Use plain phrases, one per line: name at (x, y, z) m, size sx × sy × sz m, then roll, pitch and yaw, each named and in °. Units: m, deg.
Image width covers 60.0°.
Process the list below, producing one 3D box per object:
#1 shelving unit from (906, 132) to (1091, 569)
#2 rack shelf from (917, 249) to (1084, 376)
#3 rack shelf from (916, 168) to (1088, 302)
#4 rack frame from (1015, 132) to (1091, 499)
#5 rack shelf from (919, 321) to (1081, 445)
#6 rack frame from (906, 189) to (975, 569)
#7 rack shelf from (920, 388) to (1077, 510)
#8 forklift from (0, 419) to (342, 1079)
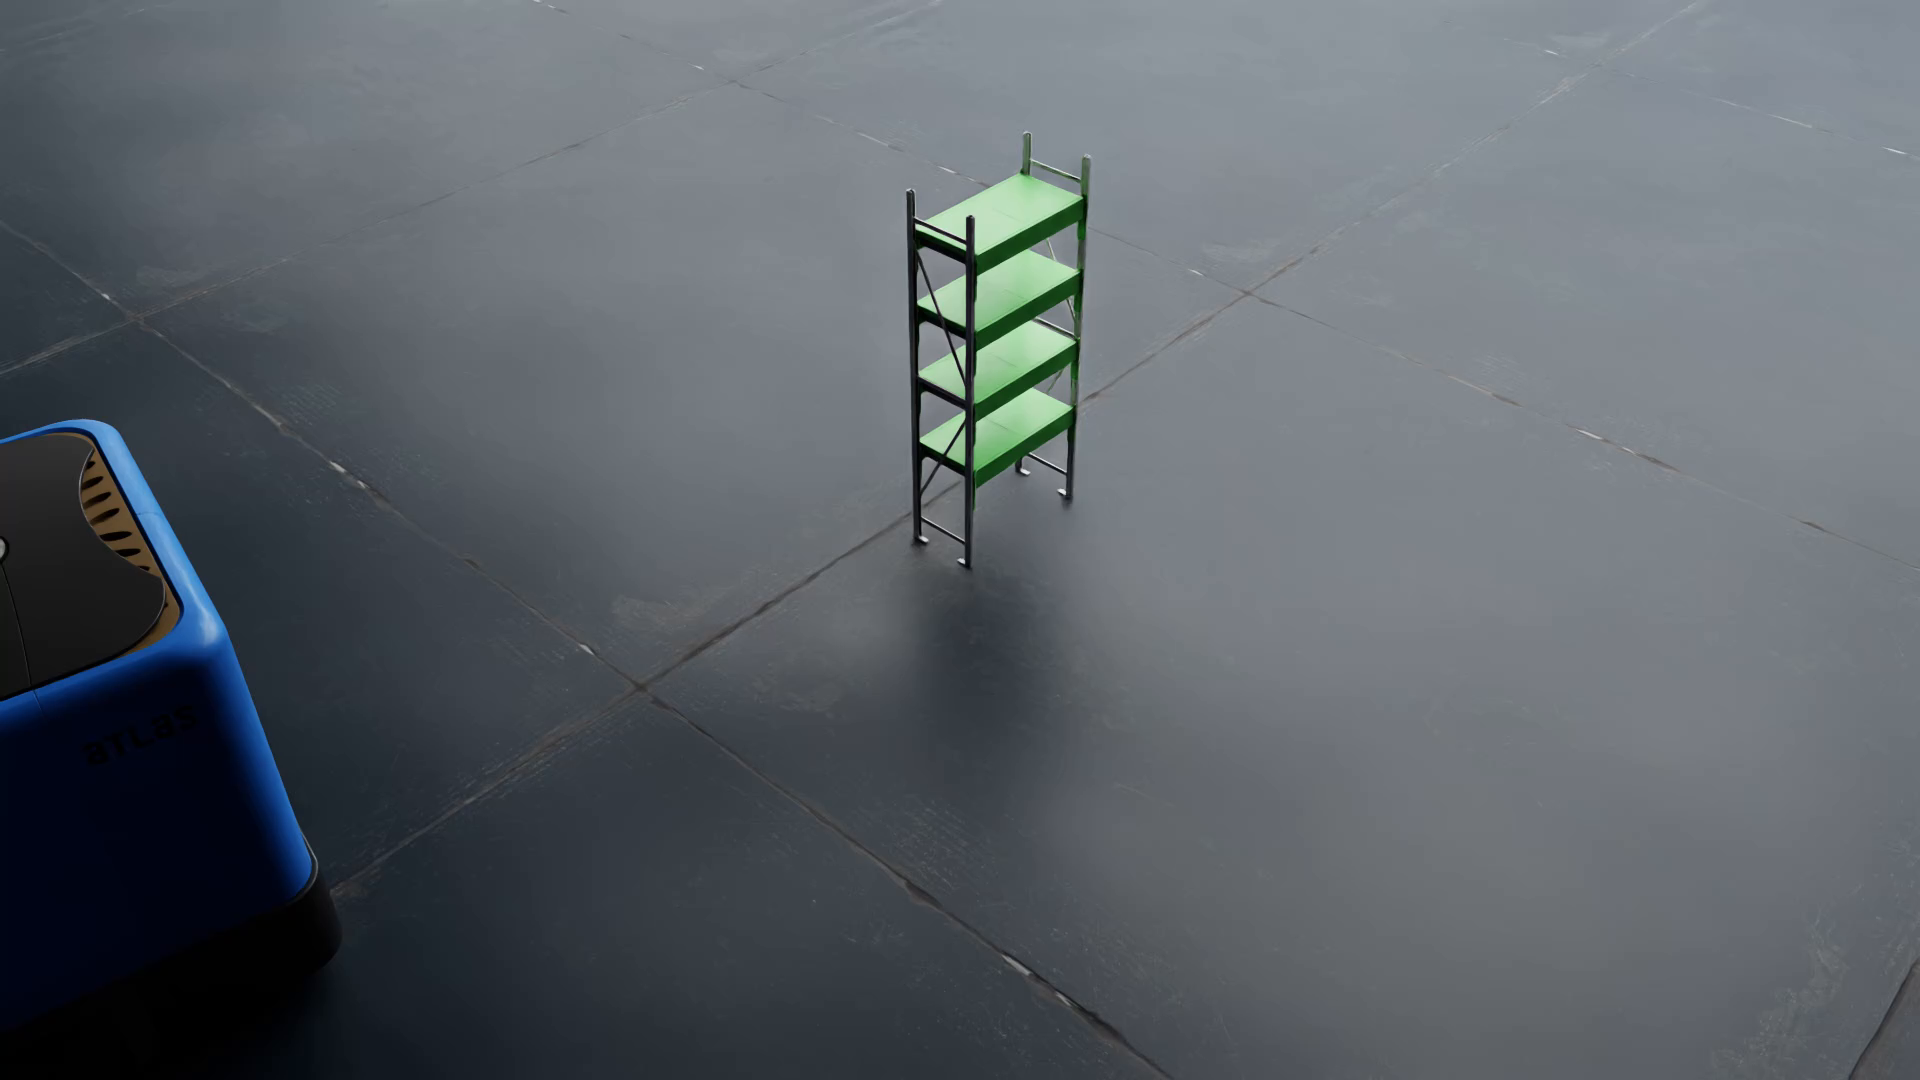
shelving unit at (0.112, -0.546, 4.972) m, size 0.258 × 1.200 × 0.503 m, roll 30°, pitch 47°, yaw 32°
rack shelf at (0.112, -0.683, 4.863) m, size 0.258 × 0.148 × 0.480 m, roll 30°, pitch 47°, yaw 32°
rack shelf at (0.112, -0.871, 4.713) m, size 0.258 × 0.148 × 0.480 m, roll 30°, pitch 47°, yaw 32°
rack frame at (0.276, -0.658, 5.113) m, size 0.240 × 1.200 × 0.015 m, roll 30°, pitch 47°, yaw 32°
rack shelf at (0.112, -0.496, 5.012) m, size 0.258 × 0.148 × 0.480 m, roll 30°, pitch 47°, yaw 32°
rack frame at (-0.053, -0.434, 4.831) m, size 0.240 × 1.200 × 0.015 m, roll 30°, pitch 47°, yaw 32°
rack shelf at (0.112, -0.308, 5.161) m, size 0.258 × 0.148 × 0.480 m, roll 30°, pitch 47°, yaw 32°
forklift at (-2.961, 0.160, 2.694) m, size 3.031 × 2.935 × 1.130 m, roll -24°, pitch 44°, yaw -27°
